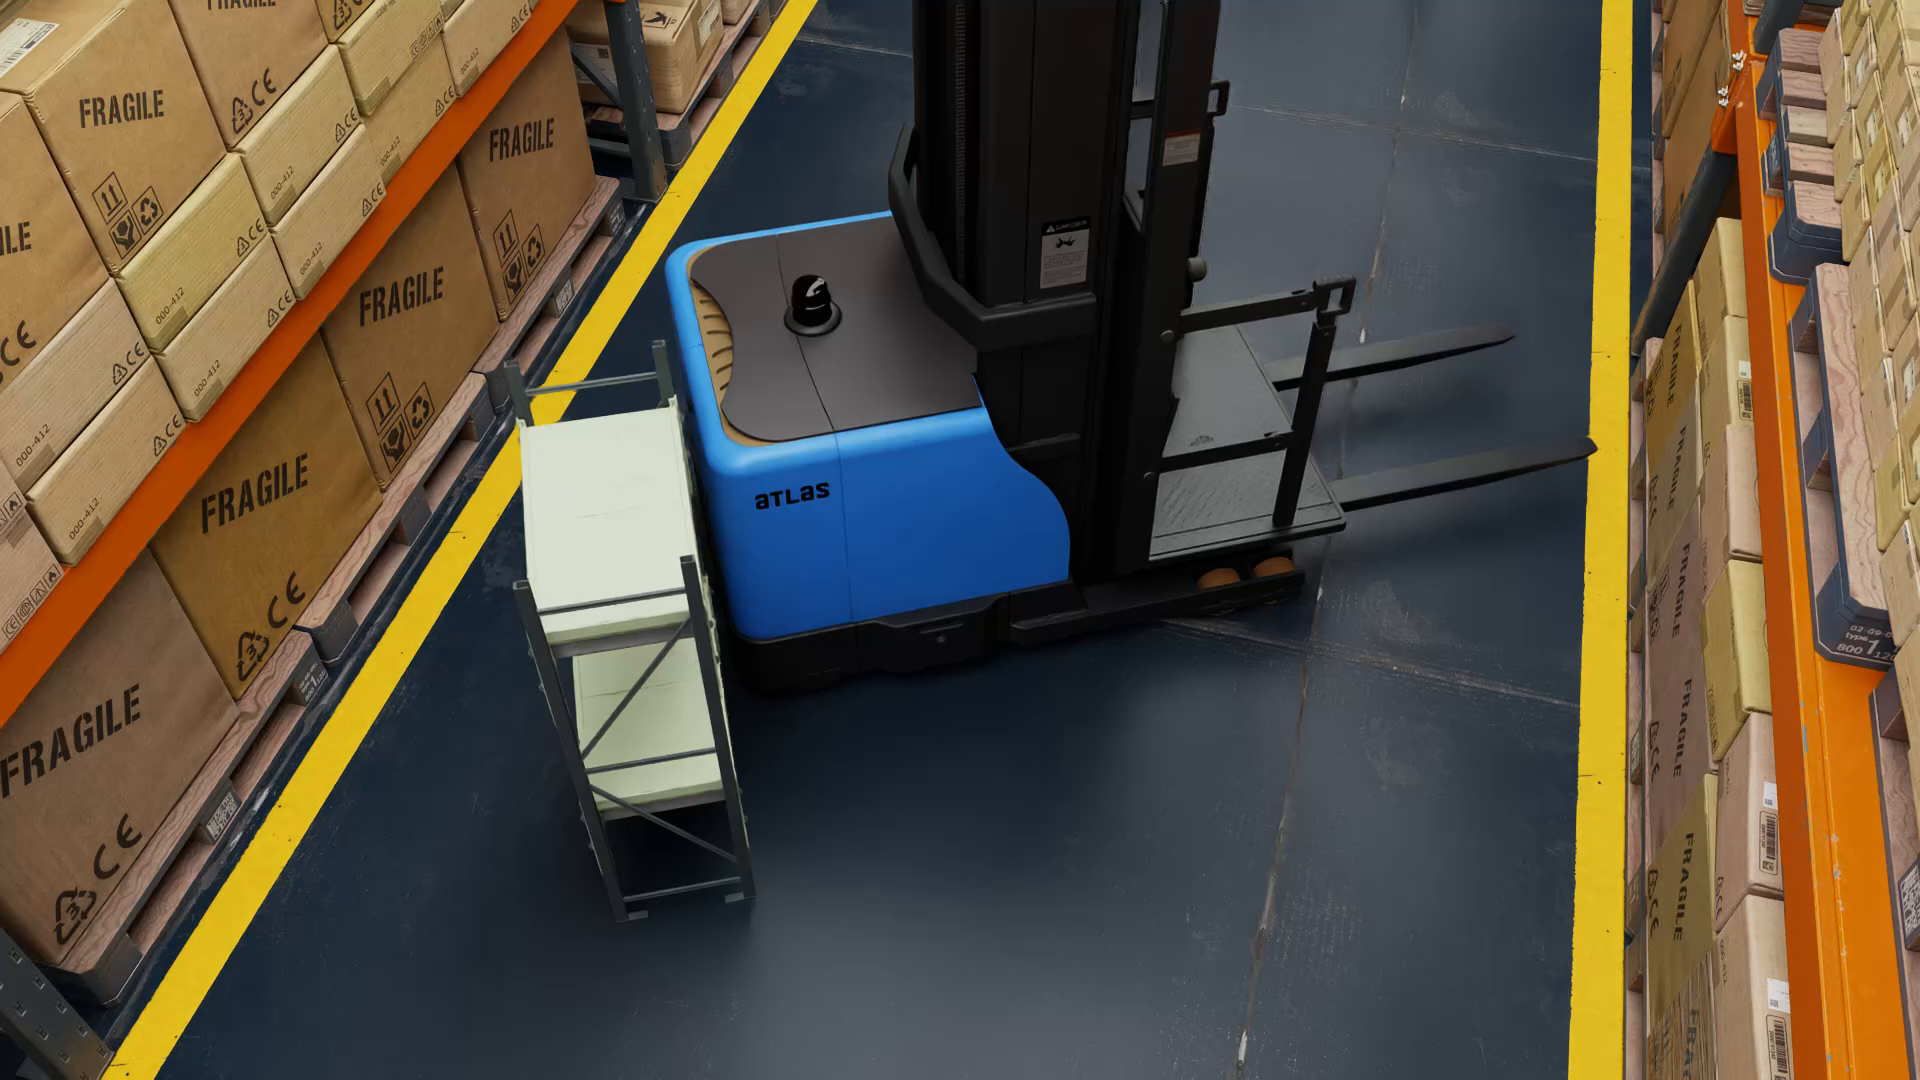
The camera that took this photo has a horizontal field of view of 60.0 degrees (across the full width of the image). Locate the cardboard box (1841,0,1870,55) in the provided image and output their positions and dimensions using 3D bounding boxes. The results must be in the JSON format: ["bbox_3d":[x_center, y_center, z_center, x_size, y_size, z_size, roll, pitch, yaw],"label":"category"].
[{"bbox_3d":[2.745,-1.482,4.747,0.380,0.149,0.250,14,50,12],"label":"cardboard box"}]

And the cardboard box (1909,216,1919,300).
[{"bbox_3d":[2.413,-0.644,3.808,0.380,0.149,0.250,13,50,11],"label":"cardboard box"}]

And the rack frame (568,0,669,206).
[{"bbox_3d":[-1.737,-2.542,5.993,1.000,3.000,0.127,12,50,10],"label":"rack frame"}]

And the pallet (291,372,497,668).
[{"bbox_3d":[-2.340,-0.184,5.771,1.003,0.211,1.213,12,50,10],"label":"pallet"}]

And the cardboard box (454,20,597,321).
[{"bbox_3d":[-1.999,-1.494,6.205,0.875,0.875,0.875,11,50,10],"label":"cardboard box"}]

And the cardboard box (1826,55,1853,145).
[{"bbox_3d":[2.682,-1.216,4.710,0.380,0.149,0.250,14,50,12],"label":"cardboard box"}]

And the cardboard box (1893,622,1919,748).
[{"bbox_3d":[2.128,0.324,3.351,0.380,0.149,0.250,9,49,8],"label":"cardboard box"}]

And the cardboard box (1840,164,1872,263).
[{"bbox_3d":[2.542,-0.825,4.365,0.380,0.149,0.250,14,50,12],"label":"cardboard box"}]

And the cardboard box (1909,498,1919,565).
[{"bbox_3d":[2.201,0.018,3.422,0.380,0.149,0.250,9,49,8],"label":"cardboard box"}]

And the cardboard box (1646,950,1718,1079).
[{"bbox_3d":[1.964,1.359,3.937,0.500,0.500,0.500,11,49,9],"label":"cardboard box"}]

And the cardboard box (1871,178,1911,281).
[{"bbox_3d":[2.476,-0.729,4.082,0.380,0.149,0.250,12,50,10],"label":"cardboard box"}]

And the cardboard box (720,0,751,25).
[{"bbox_3d":[-1.392,-2.753,7.652,0.950,0.372,0.625,11,49,9],"label":"cardboard box"}]

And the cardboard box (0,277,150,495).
[{"bbox_3d":[-2.291,-0.409,3.877,0.500,0.250,0.500,12,50,11],"label":"cardboard box"}]

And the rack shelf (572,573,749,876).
[{"bbox_3d":[-0.865,0.514,4.730,0.431,0.370,0.720,-9,49,-8],"label":"rack shelf"}]

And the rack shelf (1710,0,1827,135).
[{"bbox_3d":[3.592,-2.846,6.741,1.077,0.370,4.000,12,50,10],"label":"rack shelf"}]

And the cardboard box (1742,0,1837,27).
[{"bbox_3d":[2.925,-2.050,5.492,0.500,0.500,0.500,12,50,10],"label":"cardboard box"}]

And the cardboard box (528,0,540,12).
[{"bbox_3d":[-1.619,-2.075,5.681,0.500,0.250,0.500,10,49,9],"label":"cardboard box"}]

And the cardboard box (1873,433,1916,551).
[{"bbox_3d":[2.266,-0.070,3.698,0.380,0.149,0.250,14,50,12],"label":"cardboard box"}]

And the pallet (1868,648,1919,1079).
[{"bbox_3d":[2.354,0.795,3.176,1.003,0.211,1.213,12,50,10],"label":"pallet"}]

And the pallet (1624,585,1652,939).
[{"bbox_3d":[2.535,0.729,4.965,1.003,0.211,1.213,12,50,10],"label":"pallet"}]

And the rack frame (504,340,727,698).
[{"bbox_3d":[-0.940,0.029,4.723,0.400,1.500,0.023,-9,49,-8],"label":"rack frame"}]

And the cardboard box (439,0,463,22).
[{"bbox_3d":[-1.750,-1.885,5.180,0.500,0.250,0.500,10,49,9],"label":"cardboard box"}]

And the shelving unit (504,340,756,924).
[{"bbox_3d":[-0.865,0.298,4.486,0.431,1.500,0.755,-9,49,-8],"label":"shelving unit"}]

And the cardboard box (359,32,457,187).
[{"bbox_3d":[-1.887,-1.341,5.033,0.500,0.250,0.500,11,50,10],"label":"cardboard box"}]

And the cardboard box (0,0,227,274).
[{"bbox_3d":[-2.155,-1.010,3.907,0.500,0.500,0.500,10,49,9],"label":"cardboard box"}]

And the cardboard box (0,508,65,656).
[{"bbox_3d":[-2.419,0.135,3.730,0.500,0.250,0.500,11,49,9],"label":"cardboard box"}]

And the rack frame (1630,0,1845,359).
[{"bbox_3d":[3.066,-1.638,5.195,1.000,3.000,0.127,12,50,10],"label":"rack frame"}]

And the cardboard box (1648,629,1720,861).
[{"bbox_3d":[2.239,0.617,4.592,0.500,0.500,0.500,11,49,9],"label":"cardboard box"}]

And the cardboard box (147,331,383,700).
[{"bbox_3d":[-2.473,-0.203,5.066,0.875,0.875,0.875,13,50,11],"label":"cardboard box"}]

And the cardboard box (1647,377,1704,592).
[{"bbox_3d":[2.504,-0.124,5.246,0.500,0.500,0.500,12,50,10],"label":"cardboard box"}]

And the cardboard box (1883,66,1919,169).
[{"bbox_3d":[2.550,-1.032,4.151,0.380,0.149,0.250,10,49,8],"label":"cardboard box"}]

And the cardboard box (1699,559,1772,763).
[{"bbox_3d":[2.238,0.353,4.325,0.500,0.250,0.500,10,49,8],"label":"cardboard box"}]

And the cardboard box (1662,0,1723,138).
[{"bbox_3d":[3.539,-2.088,6.813,1.050,0.750,0.750,12,50,11],"label":"cardboard box"}]

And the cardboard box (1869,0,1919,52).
[{"bbox_3d":[2.689,-1.400,4.475,0.380,0.149,0.250,10,49,9],"label":"cardboard box"}]

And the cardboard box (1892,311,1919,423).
[{"bbox_3d":[2.340,-0.354,3.751,0.380,0.149,0.250,13,50,11],"label":"cardboard box"}]

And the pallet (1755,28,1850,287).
[{"bbox_3d":[2.981,-1.038,4.793,1.213,0.211,1.003,12,50,10],"label":"pallet"}]

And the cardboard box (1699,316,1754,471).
[{"bbox_3d":[2.517,-0.380,4.972,0.500,0.250,0.500,11,49,10],"label":"cardboard box"}]

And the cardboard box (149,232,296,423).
[{"bbox_3d":[-2.134,-0.607,4.385,0.500,0.250,0.500,11,50,10],"label":"cardboard box"}]

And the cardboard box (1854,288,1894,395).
[{"bbox_3d":[2.406,-0.450,4.034,0.380,0.149,0.250,12,50,11],"label":"cardboard box"}]

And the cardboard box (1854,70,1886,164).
[{"bbox_3d":[2.608,-1.092,4.402,0.380,0.149,0.250,10,49,9],"label":"cardboard box"}]

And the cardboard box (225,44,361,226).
[{"bbox_3d":[-2.002,-1.135,4.518,0.500,0.250,0.500,10,49,9],"label":"cardboard box"}]

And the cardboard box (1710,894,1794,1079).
[{"bbox_3d":[1.965,1.107,3.659,0.500,0.250,0.500,10,49,9],"label":"cardboard box"}]

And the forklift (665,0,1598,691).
[{"bbox_3d":[0.651,-1.095,4.762,3.031,2.935,1.130,-11,49,-9],"label":"forklift"}]

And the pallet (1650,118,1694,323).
[{"bbox_3d":[3.346,-1.271,6.731,1.003,0.211,1.213,12,50,10],"label":"pallet"}]

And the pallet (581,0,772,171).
[{"bbox_3d":[-1.529,-2.184,7.537,1.003,0.211,1.213,12,50,10],"label":"pallet"}]

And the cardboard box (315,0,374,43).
[{"bbox_3d":[-1.885,-1.749,4.560,0.500,0.500,0.500,12,50,10],"label":"cardboard box"}]
